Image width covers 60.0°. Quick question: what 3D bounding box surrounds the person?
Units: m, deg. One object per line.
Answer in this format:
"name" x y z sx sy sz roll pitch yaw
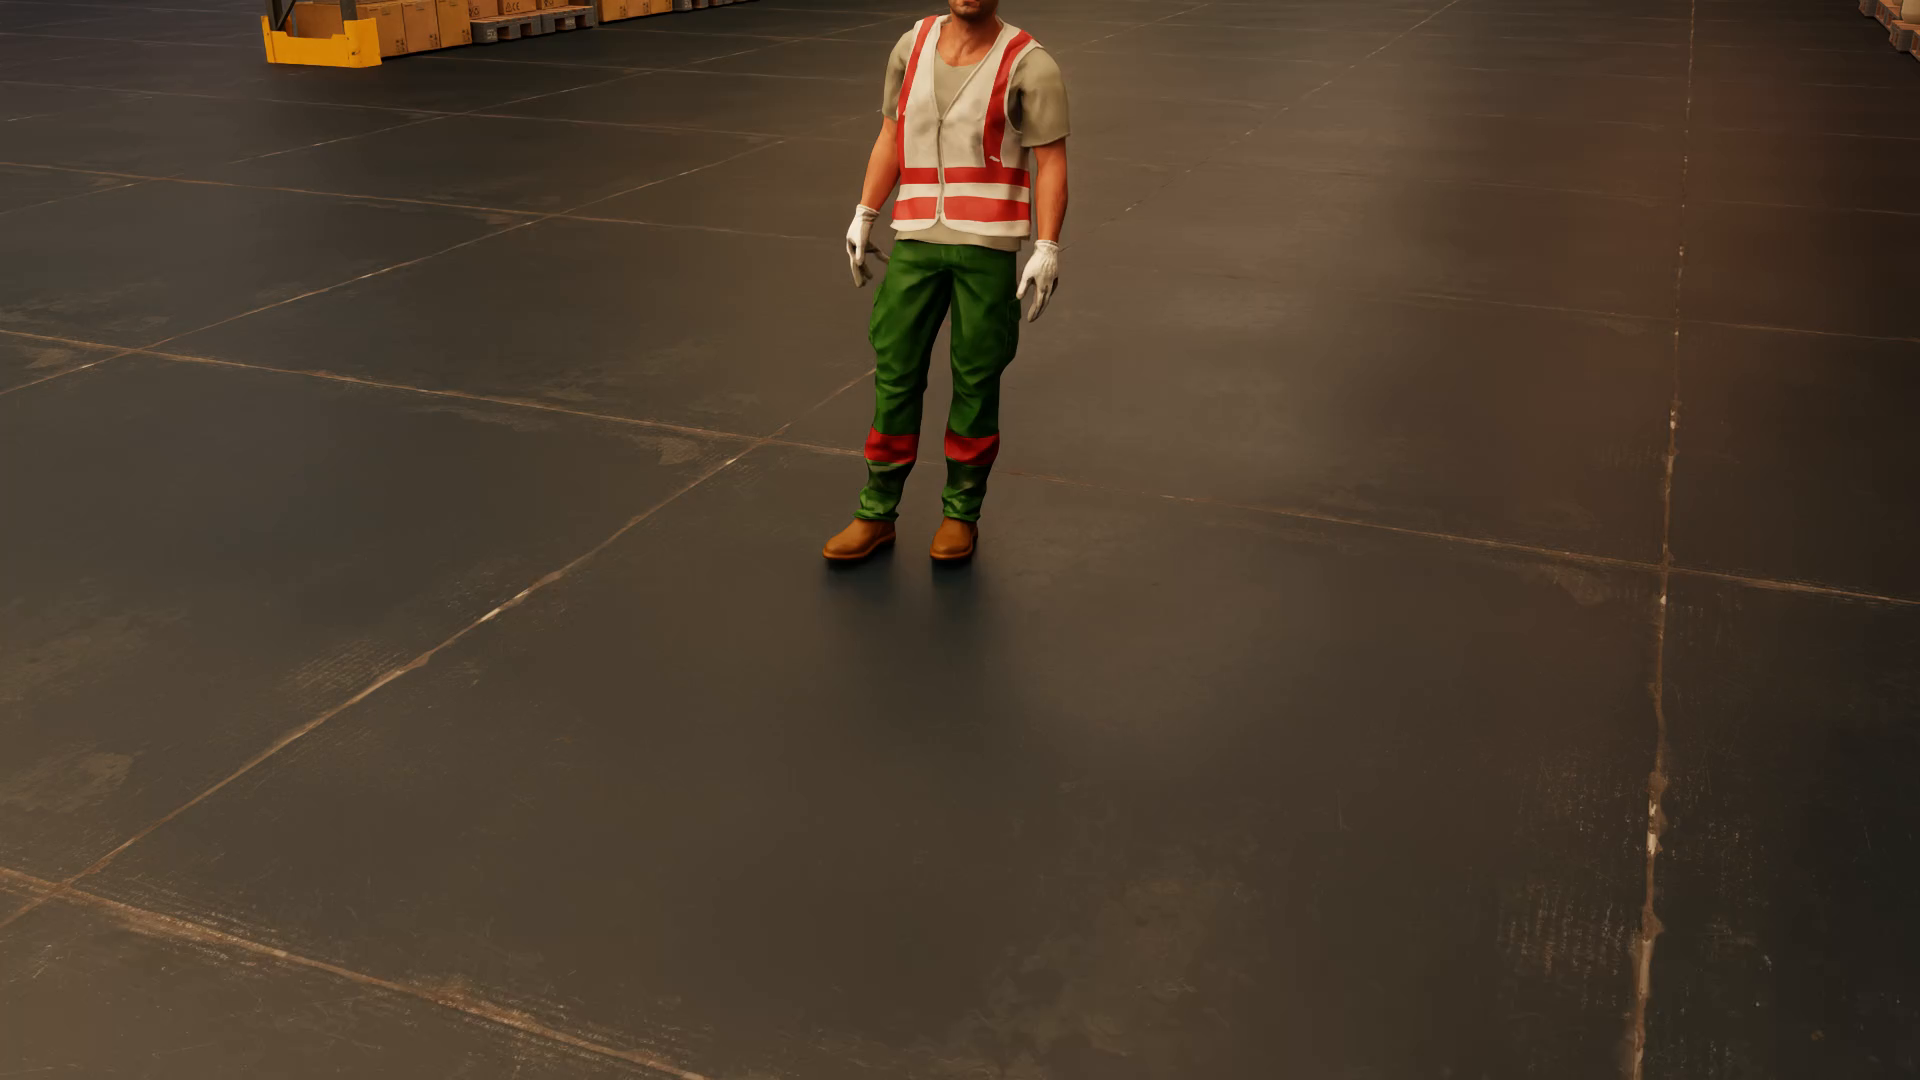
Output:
"person" -0.042 -0.806 4.681 0.637 1.787 0.564 9 24 21
